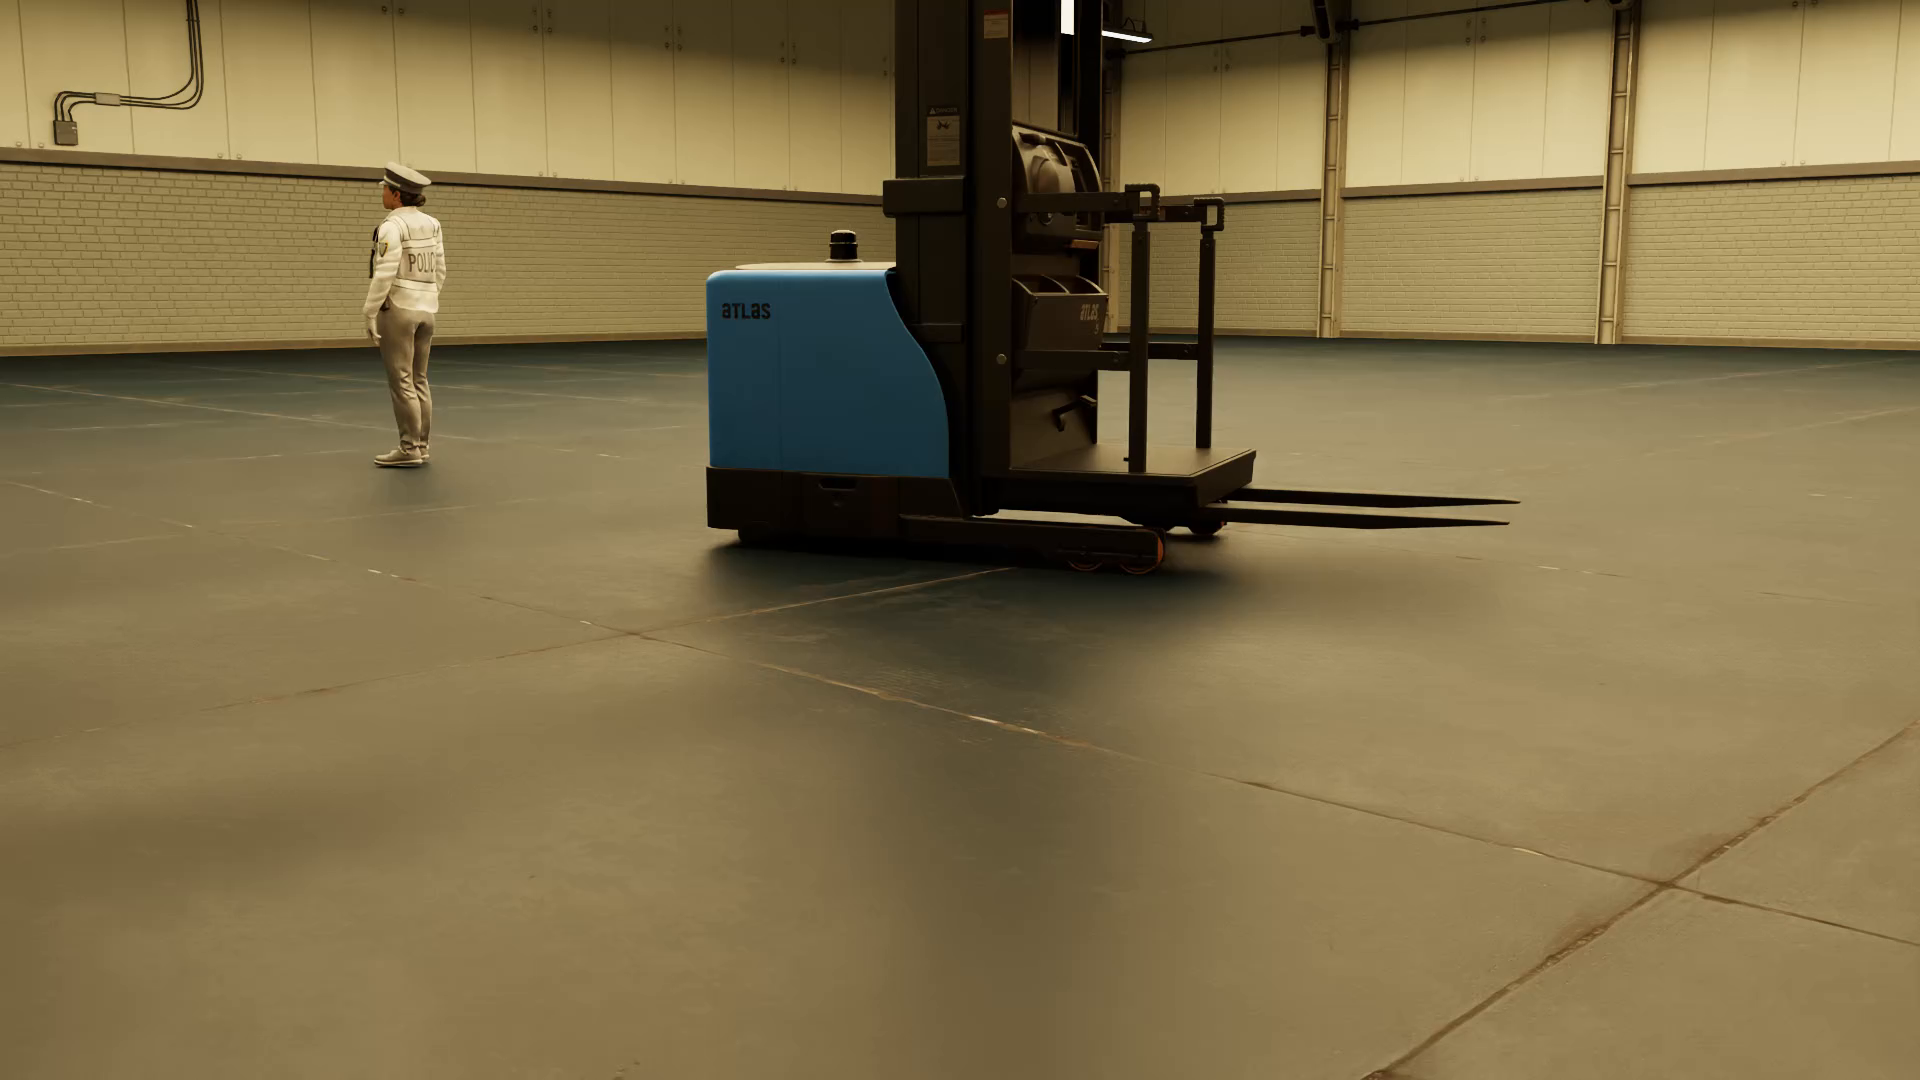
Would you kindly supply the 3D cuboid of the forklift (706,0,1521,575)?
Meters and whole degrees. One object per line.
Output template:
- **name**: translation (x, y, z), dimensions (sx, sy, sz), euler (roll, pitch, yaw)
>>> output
- **forklift**: translation (0.565, -1.416, 6.275), dimensions (3.031, 2.935, 1.130), euler (3, 9, 22)

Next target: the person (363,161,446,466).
- **person**: translation (-3.186, -1.266, 9.388), dimensions (0.532, 1.696, 0.588), euler (3, 9, 19)
